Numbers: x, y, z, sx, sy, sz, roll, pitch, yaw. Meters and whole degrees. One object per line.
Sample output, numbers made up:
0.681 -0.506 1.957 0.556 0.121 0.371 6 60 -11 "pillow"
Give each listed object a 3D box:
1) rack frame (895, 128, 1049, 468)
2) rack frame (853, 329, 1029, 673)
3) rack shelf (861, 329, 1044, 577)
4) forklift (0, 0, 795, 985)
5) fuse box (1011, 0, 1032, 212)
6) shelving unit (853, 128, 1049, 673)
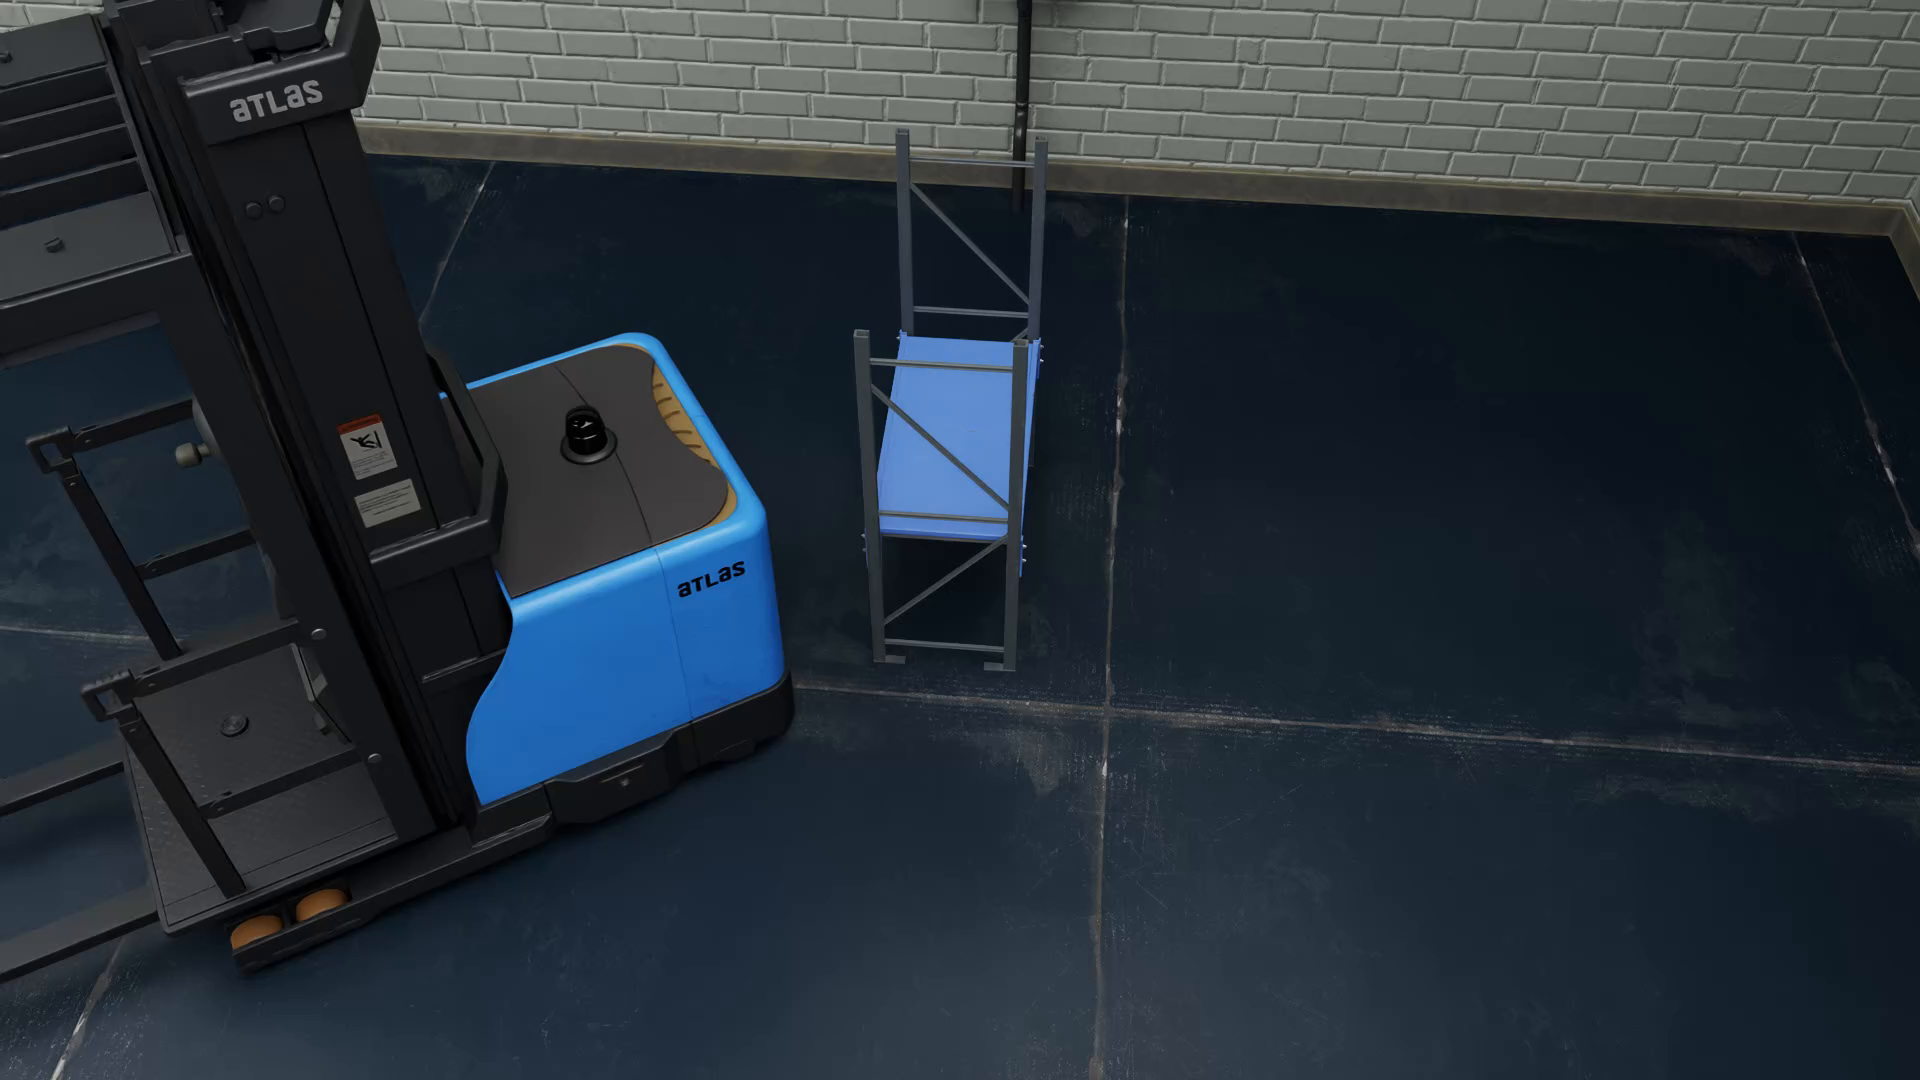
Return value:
0.039 -0.817 5.981 0.500 1.500 0.032 4 48 4 "rack frame"
-0.054 -0.070 5.298 0.500 1.500 0.032 4 48 4 "rack frame"
-0.008 -0.322 5.772 0.538 0.185 1.000 4 48 4 "rack shelf"
-2.104 -0.141 4.393 3.031 2.935 1.130 -21 51 -19 "forklift"
0.289 -2.080 6.993 0.539 1.711 0.414 4 48 4 "fuse box"
-0.008 -0.443 5.639 0.538 1.500 1.048 4 48 4 "shelving unit"
